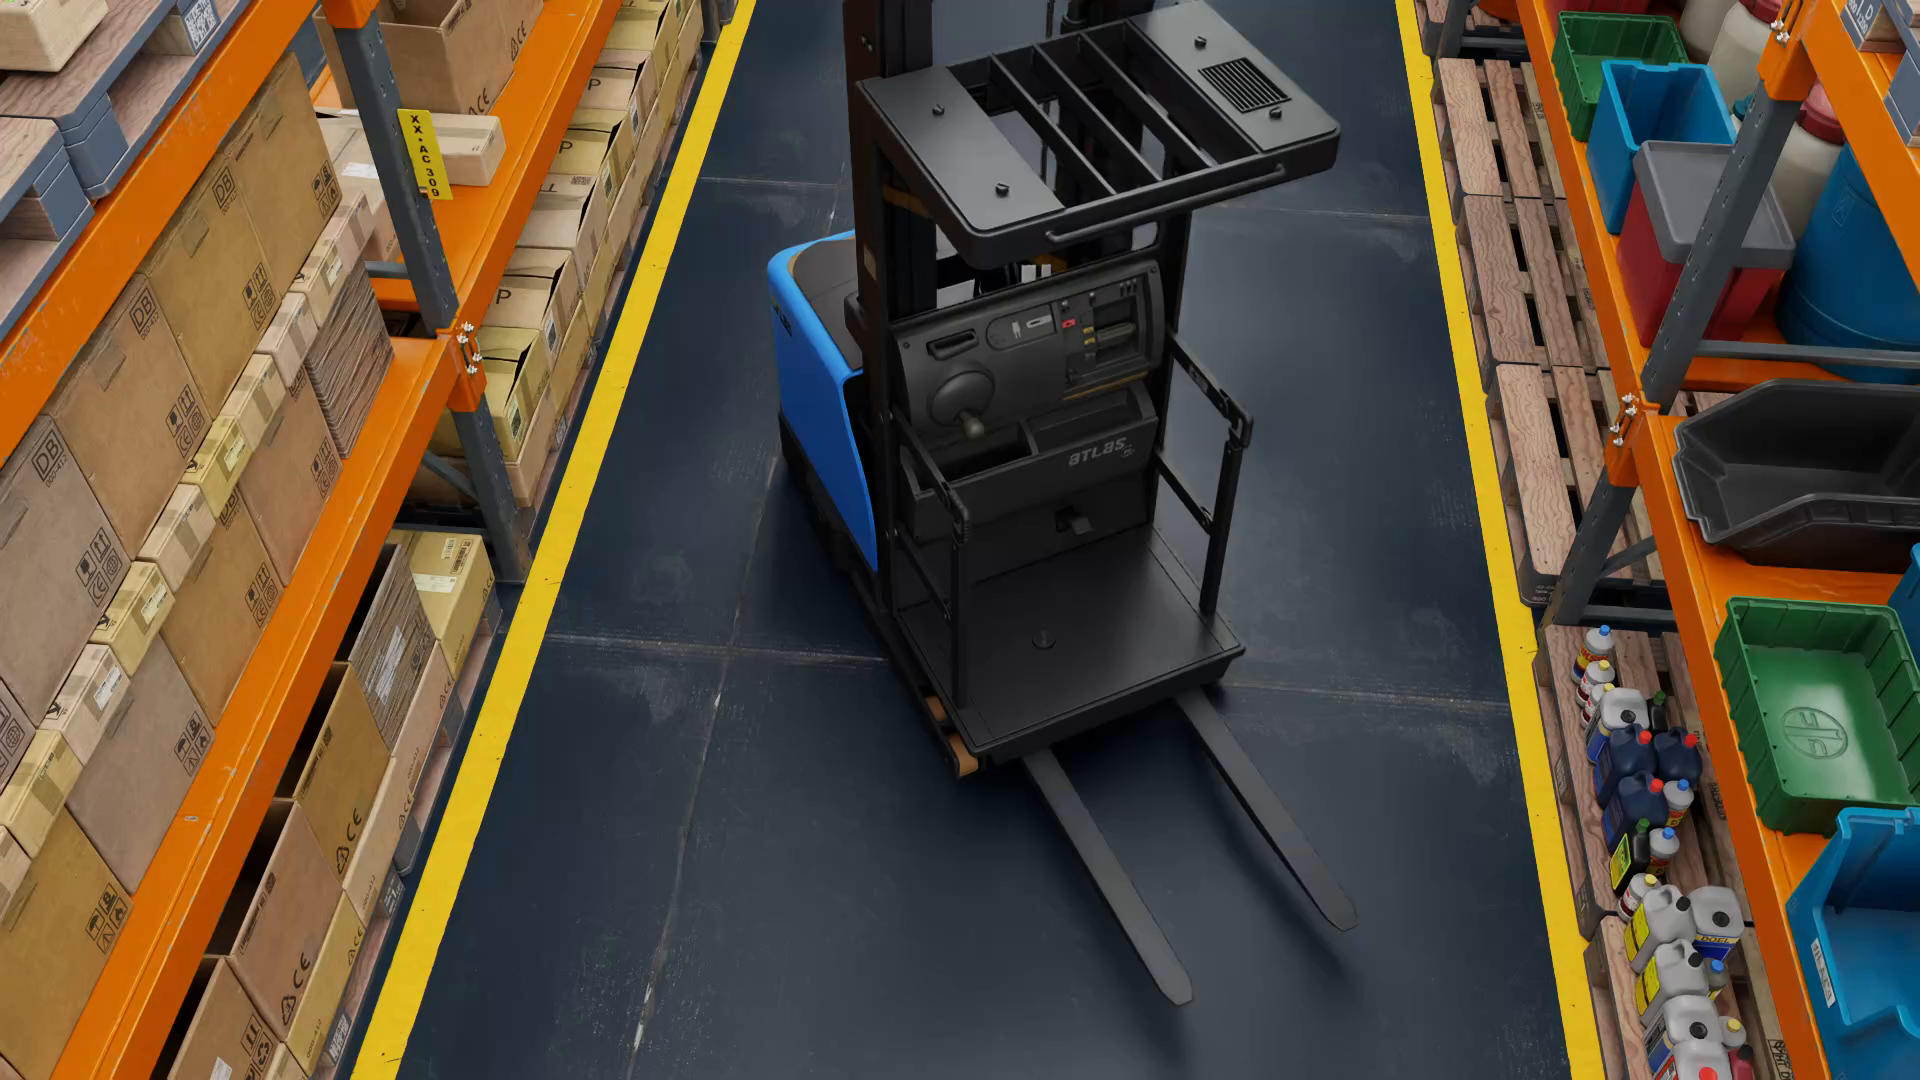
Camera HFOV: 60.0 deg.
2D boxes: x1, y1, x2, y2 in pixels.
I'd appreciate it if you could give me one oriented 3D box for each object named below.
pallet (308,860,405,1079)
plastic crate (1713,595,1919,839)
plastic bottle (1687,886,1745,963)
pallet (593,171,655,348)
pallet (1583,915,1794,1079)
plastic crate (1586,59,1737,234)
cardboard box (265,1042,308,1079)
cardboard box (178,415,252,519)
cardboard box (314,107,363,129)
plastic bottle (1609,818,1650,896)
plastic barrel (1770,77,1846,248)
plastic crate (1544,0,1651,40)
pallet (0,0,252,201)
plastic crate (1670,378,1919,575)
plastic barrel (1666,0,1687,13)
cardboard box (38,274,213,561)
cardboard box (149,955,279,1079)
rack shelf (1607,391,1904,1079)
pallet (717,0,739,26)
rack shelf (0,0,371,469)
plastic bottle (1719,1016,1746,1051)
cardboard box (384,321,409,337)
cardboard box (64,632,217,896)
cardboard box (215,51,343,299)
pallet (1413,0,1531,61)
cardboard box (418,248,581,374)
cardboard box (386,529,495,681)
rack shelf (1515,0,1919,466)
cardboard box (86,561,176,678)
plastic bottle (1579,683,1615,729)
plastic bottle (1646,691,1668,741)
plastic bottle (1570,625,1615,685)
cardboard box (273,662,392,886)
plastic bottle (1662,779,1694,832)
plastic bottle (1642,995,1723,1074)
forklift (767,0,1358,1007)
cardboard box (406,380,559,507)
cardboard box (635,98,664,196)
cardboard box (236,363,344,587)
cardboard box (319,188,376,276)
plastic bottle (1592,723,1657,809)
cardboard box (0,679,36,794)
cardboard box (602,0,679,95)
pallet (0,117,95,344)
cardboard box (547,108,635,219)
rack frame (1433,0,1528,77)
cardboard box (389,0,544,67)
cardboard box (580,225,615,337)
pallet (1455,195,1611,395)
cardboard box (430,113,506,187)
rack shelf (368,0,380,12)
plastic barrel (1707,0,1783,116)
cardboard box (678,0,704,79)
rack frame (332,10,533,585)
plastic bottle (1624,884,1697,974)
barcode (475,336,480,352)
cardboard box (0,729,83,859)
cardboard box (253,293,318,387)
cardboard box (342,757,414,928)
[{"bbox_3d":[-2.438,1.509,5.227,1.003,0.211,1.213,4,48,4],"label":"pallet"},{"bbox_3d":[2.313,0.473,4.428,0.450,0.188,0.662,4,48,4],"label":"plastic crate"},{"bbox_3d":[2.325,1.202,5.166,0.152,0.276,0.135,4,48,4],"label":"plastic bottle"},{"bbox_3d":[-2.078,-1.415,7.901,1.003,0.211,1.213,4,48,4],"label":"pallet"},{"bbox_3d":[2.506,1.754,5.003,1.003,0.211,1.213,4,48,4],"label":"pallet"},{"bbox_3d":[2.508,-1.403,6.011,0.392,0.384,0.575,4,48,4],"label":"plastic crate"},{"bbox_3d":[-2.221,1.699,4.742,0.500,0.250,0.500,4,48,4],"label":"cardboard box"},{"bbox_3d":[-2.121,-0.204,4.396,0.380,0.149,0.250,4,48,3],"label":"cardboard box"},{"bbox_3d":[-2.318,-1.526,6.204,0.396,0.266,0.258,3,48,3],"label":"cardboard box"},{"bbox_3d":[2.157,1.014,5.333,0.061,0.283,0.133,6,48,5],"label":"plastic bottle"},{"bbox_3d":[3.023,-1.311,5.824,0.433,0.535,0.433,0,48,0],"label":"plastic barrel"},{"bbox_3d":[2.630,-2.371,6.842,0.402,0.464,0.583,4,48,4],"label":"plastic crate"},{"bbox_3d":[-2.267,-1.267,3.903,1.003,0.211,1.213,4,48,4],"label":"pallet"},{"bbox_3d":[2.543,-0.180,4.924,0.767,0.338,0.504,4,48,4],"label":"plastic crate"},{"bbox_3d":[3.163,-2.474,6.904,0.421,0.512,0.421,0,48,0],"label":"plastic barrel"},{"bbox_3d":[-2.340,-0.319,4.062,0.700,0.500,0.500,4,48,4],"label":"cardboard box"},{"bbox_3d":[-2.233,1.445,4.466,0.500,0.500,0.500,4,48,4],"label":"cardboard box"},{"bbox_3d":[2.535,1.135,4.166,1.077,0.370,4.000,4,48,4],"label":"rack shelf"},{"bbox_3d":[-1.745,-3.457,9.769,1.003,0.211,1.213,4,48,4],"label":"pallet"},{"bbox_3d":[-2.397,-0.213,3.367,1.077,0.370,4.000,4,48,4],"label":"rack shelf"},{"bbox_3d":[2.273,1.489,4.954,0.097,0.201,0.097,0,48,0],"label":"plastic bottle"},{"bbox_3d":[-2.464,-0.633,6.495,0.500,0.311,0.500,4,48,4],"label":"cardboard box"},{"bbox_3d":[-2.386,0.513,4.180,0.700,0.500,0.500,5,48,5],"label":"cardboard box"},{"bbox_3d":[-2.249,-1.058,4.738,0.700,0.500,0.500,4,48,4],"label":"cardboard box"},{"bbox_3d":[3.112,-3.157,9.495,1.003,0.211,1.213,4,48,4],"label":"pallet"},{"bbox_3d":[-1.878,-0.970,6.803,0.500,0.311,0.500,3,48,3],"label":"cardboard box"},{"bbox_3d":[-2.040,0.229,6.087,0.500,0.250,0.500,4,48,4],"label":"cardboard box"},{"bbox_3d":[2.900,-1.804,6.855,1.077,0.370,4.000,4,48,4],"label":"rack shelf"},{"bbox_3d":[-2.165,0.177,4.048,0.380,0.149,0.250,5,48,5],"label":"cardboard box"},{"bbox_3d":[2.233,0.573,5.791,0.097,0.201,0.097,0,48,0],"label":"plastic bottle"},{"bbox_3d":[2.356,0.642,5.673,0.061,0.283,0.133,4,48,4],"label":"plastic bottle"},{"bbox_3d":[2.252,0.400,5.902,0.097,0.271,0.097,0,48,0],"label":"plastic bottle"},{"bbox_3d":[-2.138,0.710,5.138,0.500,0.500,0.500,4,48,4],"label":"cardboard box"},{"bbox_3d":[2.338,0.875,5.468,0.097,0.271,0.097,0,48,0],"label":"plastic bottle"},{"bbox_3d":[2.147,1.469,4.922,0.152,0.276,0.135,3,48,2],"label":"plastic bottle"},{"bbox_3d":[0.333,-0.515,5.235,1.130,2.935,3.031,-19,50,-17],"label":"forklift"},{"bbox_3d":[-1.931,-0.406,6.668,0.500,0.250,0.500,3,48,3],"label":"cardboard box"},{"bbox_3d":[-1.748,-1.915,8.047,0.500,0.250,0.500,5,48,4],"label":"cardboard box"},{"bbox_3d":[-2.291,-0.232,4.862,0.700,0.500,0.500,3,48,3],"label":"cardboard box"},{"bbox_3d":[-2.026,-0.951,5.080,0.380,0.149,0.250,4,48,3],"label":"cardboard box"},{"bbox_3d":[2.231,0.734,5.543,0.144,0.351,0.185,5,48,5],"label":"plastic bottle"},{"bbox_3d":[-2.432,0.417,3.389,0.700,0.500,0.500,4,48,4],"label":"cardboard box"},{"bbox_3d":[-1.694,-2.471,8.176,0.500,0.311,0.500,3,48,3],"label":"cardboard box"},{"bbox_3d":[-2.381,-0.373,3.085,1.003,0.211,1.213,4,48,4],"label":"pallet"},{"bbox_3d":[-1.790,-1.733,7.501,0.500,0.311,0.500,5,48,5],"label":"cardboard box"},{"bbox_3d":[3.082,-3.516,7.933,1.000,3.000,0.127,4,48,4],"label":"rack frame"},{"bbox_3d":[-2.035,-2.265,6.721,0.500,0.500,0.500,4,48,4],"label":"cardboard box"},{"bbox_3d":[-1.839,-1.163,7.359,0.500,0.250,0.500,3,48,2],"label":"cardboard box"},{"bbox_3d":[2.859,-1.115,7.626,1.003,0.211,1.213,4,48,4],"label":"pallet"},{"bbox_3d":[-1.931,-1.465,6.228,0.380,0.149,0.250,4,48,4],"label":"cardboard box"},{"bbox_3d":[-2.033,-3.152,6.055,1.077,0.370,4.000,4,48,4],"label":"rack shelf"},{"bbox_3d":[3.090,-1.850,6.317,0.433,0.535,0.433,0,48,0],"label":"plastic barrel"},{"bbox_3d":[-1.655,-2.663,8.732,0.500,0.250,0.500,5,48,4],"label":"cardboard box"},{"bbox_3d":[-2.215,-0.913,5.552,1.000,3.000,0.127,4,48,4],"label":"rack frame"},{"bbox_3d":[2.175,1.185,5.131,0.144,0.351,0.185,4,48,3],"label":"plastic bottle"},{"bbox_3d":[-1.777,-0.701,6.104,0.001,0.075,0.075,4,48,4],"label":"barcode"},{"bbox_3d":[-2.214,0.553,3.704,0.380,0.149,0.250,3,48,3],"label":"cardboard box"},{"bbox_3d":[-2.072,-0.577,4.738,0.380,0.149,0.250,3,48,2],"label":"cardboard box"},{"bbox_3d":[-2.126,0.964,5.414,0.500,0.250,0.500,4,48,4],"label":"cardboard box"}]
